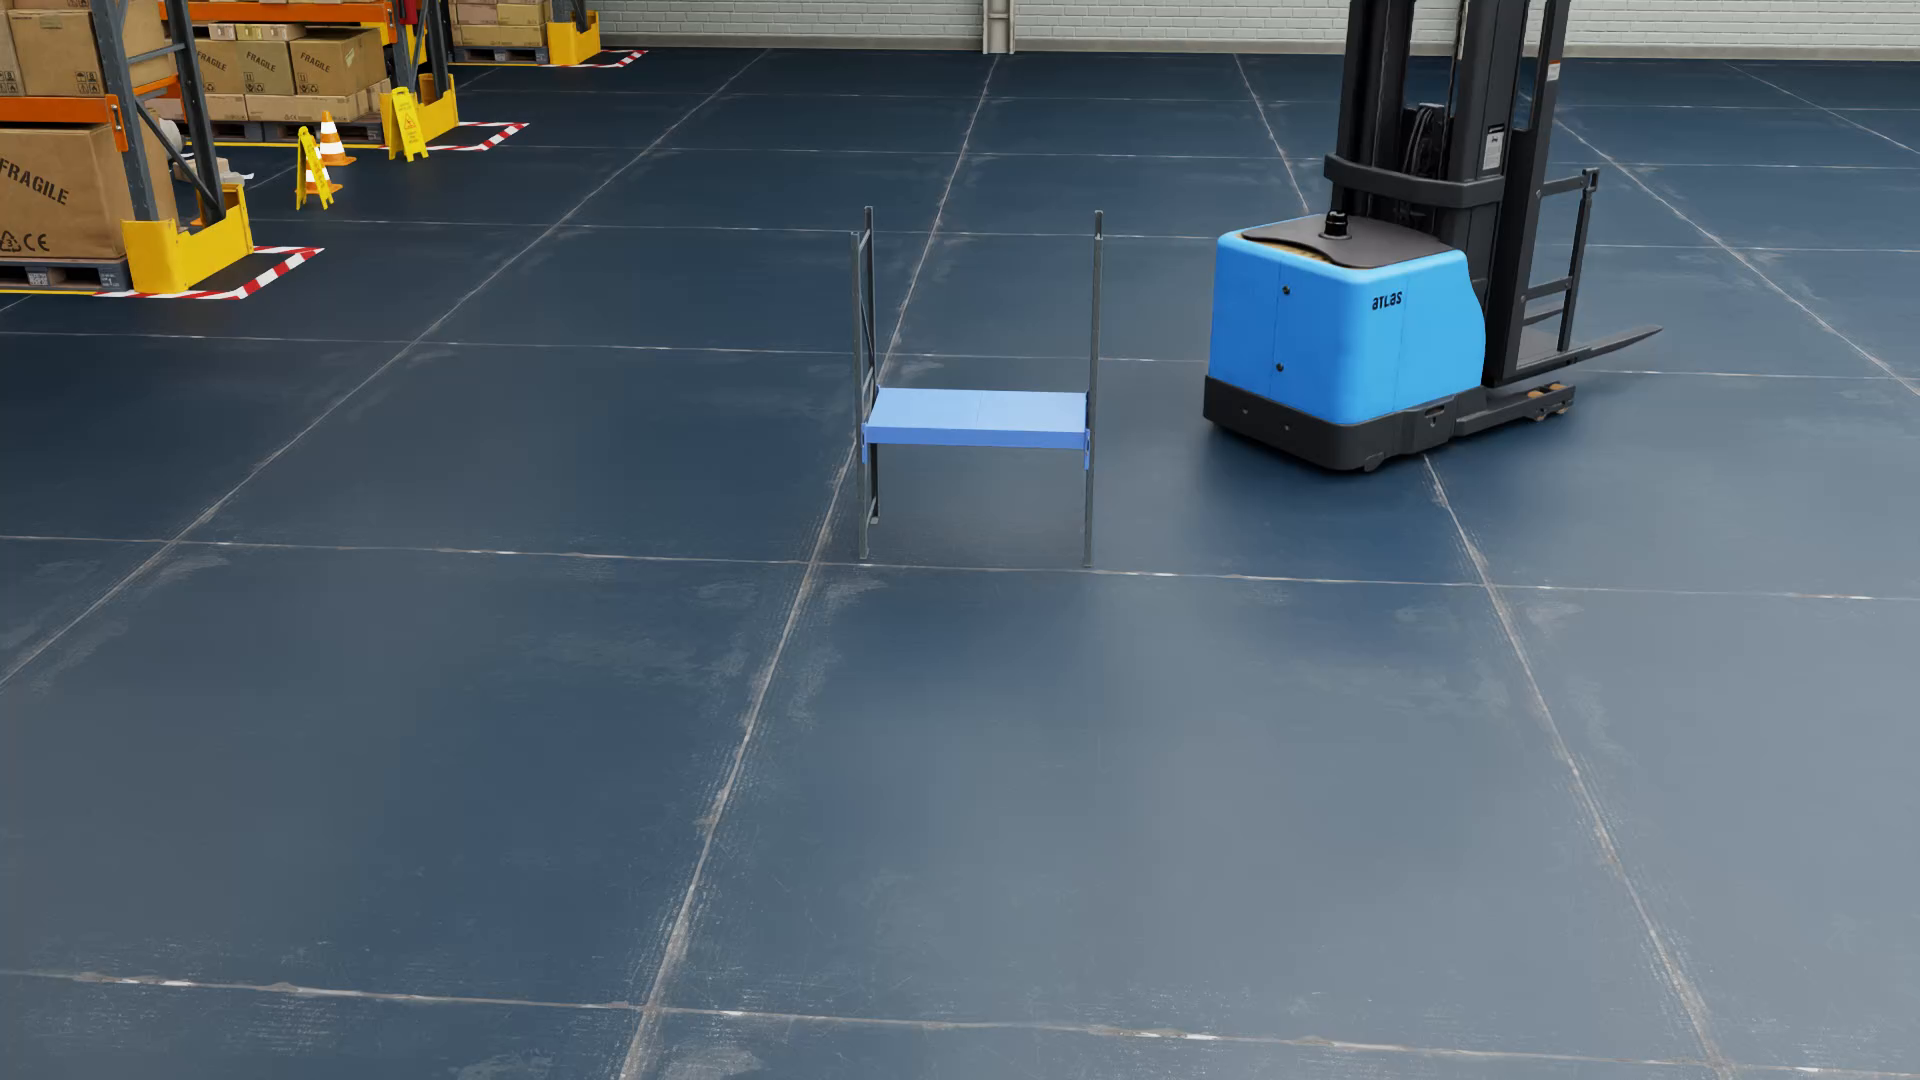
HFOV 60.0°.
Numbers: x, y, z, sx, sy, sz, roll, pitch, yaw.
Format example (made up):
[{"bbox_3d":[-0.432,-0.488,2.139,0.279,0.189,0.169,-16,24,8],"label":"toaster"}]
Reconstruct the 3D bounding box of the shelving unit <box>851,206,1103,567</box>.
[{"bbox_3d":[0.085,-0.679,7.431,1.048,1.500,0.538,2,25,4],"label":"shelving unit"}]

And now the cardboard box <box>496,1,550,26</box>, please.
[{"bbox_3d":[-5.368,-6.490,20.454,0.500,0.250,0.500,2,25,3],"label":"cardboard box"}]

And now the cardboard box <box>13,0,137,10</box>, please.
[{"bbox_3d":[-5.880,-3.887,11.138,0.550,0.550,0.875,2,25,4],"label":"cardboard box"}]

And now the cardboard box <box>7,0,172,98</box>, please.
[{"bbox_3d":[-5.887,-3.362,11.288,0.550,0.550,0.875,2,25,4],"label":"cardboard box"}]

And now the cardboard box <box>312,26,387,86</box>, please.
[{"bbox_3d":[-6.042,-4.791,16.463,0.500,0.500,0.500,1,25,2],"label":"cardboard box"}]

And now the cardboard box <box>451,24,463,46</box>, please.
[{"bbox_3d":[-6.345,-6.300,20.641,0.500,0.250,0.500,2,25,5],"label":"cardboard box"}]

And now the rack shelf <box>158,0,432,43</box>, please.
[{"bbox_3d":[-7.229,-5.104,16.114,4.000,0.370,1.077,2,25,4],"label":"rack shelf"}]

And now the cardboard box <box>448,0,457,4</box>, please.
[{"bbox_3d":[-6.355,-6.742,20.405,0.500,0.250,0.500,2,25,5],"label":"cardboard box"}]

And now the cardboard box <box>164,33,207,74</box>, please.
[{"bbox_3d":[-7.604,-4.616,16.084,0.500,0.500,0.500,3,25,7],"label":"cardboard box"}]

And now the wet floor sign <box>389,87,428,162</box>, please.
[{"bbox_3d":[-5.127,-3.845,15.335,0.232,0.644,0.267,11,27,22],"label":"wet floor sign"}]

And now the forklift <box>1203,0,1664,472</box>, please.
[{"bbox_3d":[2.811,-2.147,8.910,3.031,2.935,1.130,-17,30,-32],"label":"forklift"}]

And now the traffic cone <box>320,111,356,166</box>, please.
[{"bbox_3d":[-5.762,-3.690,15.217,0.334,0.463,0.336,2,25,4],"label":"traffic cone"}]

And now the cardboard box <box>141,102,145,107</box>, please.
[{"bbox_3d":[-8.122,-4.293,16.278,0.500,0.250,0.500,3,25,7],"label":"cardboard box"}]

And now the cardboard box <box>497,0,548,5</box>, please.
[{"bbox_3d":[-5.342,-6.716,20.349,0.500,0.250,0.500,3,25,6],"label":"cardboard box"}]

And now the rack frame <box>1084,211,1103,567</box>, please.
[{"bbox_3d":[0.592,-0.662,7.395,0.032,1.500,0.500,2,25,4],"label":"rack frame"}]

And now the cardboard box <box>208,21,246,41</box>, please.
[{"bbox_3d":[-6.938,-4.863,15.844,0.250,0.149,0.380,3,25,6],"label":"cardboard box"}]

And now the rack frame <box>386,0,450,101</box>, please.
[{"bbox_3d":[-5.235,-5.367,15.825,0.127,3.000,1.000,2,25,4],"label":"rack frame"}]

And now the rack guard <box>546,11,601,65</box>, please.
[{"bbox_3d":[-4.835,-6.299,20.842,0.348,0.500,1.175,2,25,4],"label":"rack guard"}]

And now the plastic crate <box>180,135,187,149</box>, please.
[{"bbox_3d":[-7.721,-3.776,15.862,0.583,0.080,0.402,-7,26,-14],"label":"plastic crate"}]

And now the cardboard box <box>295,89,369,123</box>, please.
[{"bbox_3d":[-6.085,-4.223,16.126,0.500,0.250,0.500,2,25,4],"label":"cardboard box"}]

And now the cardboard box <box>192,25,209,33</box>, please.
[{"bbox_3d":[-7.597,-4.839,16.567,0.500,0.500,0.500,3,25,7],"label":"cardboard box"}]

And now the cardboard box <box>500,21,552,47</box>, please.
[{"bbox_3d":[-5.351,-6.261,20.555,0.500,0.250,0.500,2,25,4],"label":"cardboard box"}]

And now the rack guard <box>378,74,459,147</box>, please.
[{"bbox_3d":[-5.311,-4.234,16.353,0.348,0.500,1.175,2,25,4],"label":"rack guard"}]

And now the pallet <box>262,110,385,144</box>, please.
[{"bbox_3d":[-6.118,-4.143,16.502,1.213,0.211,1.003,2,25,4],"label":"pallet"}]

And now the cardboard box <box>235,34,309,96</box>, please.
[{"bbox_3d":[-6.574,-4.581,16.008,0.500,0.500,0.500,3,25,6],"label":"cardboard box"}]

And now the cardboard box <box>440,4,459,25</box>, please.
[{"bbox_3d":[-6.383,-6.518,20.516,0.500,0.250,0.500,1,25,3],"label":"cardboard box"}]

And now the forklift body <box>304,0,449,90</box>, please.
[{"bbox_3d":[-6.889,-6.350,18.978,1.214,2.155,2.313,2,25,4],"label":"forklift body"}]

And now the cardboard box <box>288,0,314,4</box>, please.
[{"bbox_3d":[-6.139,-5.155,15.664,0.250,0.149,0.380,1,25,3],"label":"cardboard box"}]

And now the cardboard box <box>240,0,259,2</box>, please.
[{"bbox_3d":[-6.643,-5.217,15.800,0.250,0.149,0.380,2,25,5],"label":"cardboard box"}]

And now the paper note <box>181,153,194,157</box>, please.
[{"bbox_3d":[-7.227,-3.606,15.551,0.148,0.019,0.142,-7,26,-14],"label":"paper note"}]

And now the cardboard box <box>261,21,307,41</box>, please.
[{"bbox_3d":[-6.425,-4.845,15.804,0.250,0.149,0.380,3,25,6],"label":"cardboard box"}]

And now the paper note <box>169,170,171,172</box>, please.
[{"bbox_3d":[-7.165,-3.303,14.906,0.142,0.019,0.148,11,27,22],"label":"paper note"}]

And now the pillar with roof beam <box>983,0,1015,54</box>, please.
[{"bbox_3d":[0.169,-8.573,15.615,0.400,9.000,9.100,2,25,4],"label":"pillar with roof beam"}]

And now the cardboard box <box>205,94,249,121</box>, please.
[{"bbox_3d":[-7.100,-4.257,16.199,0.500,0.250,0.500,1,25,2],"label":"cardboard box"}]

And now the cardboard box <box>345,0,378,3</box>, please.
[{"bbox_3d":[-5.624,-5.176,15.710,0.250,0.149,0.380,3,25,6],"label":"cardboard box"}]

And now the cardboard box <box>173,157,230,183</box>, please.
[{"bbox_3d":[-6.696,-3.272,14.682,0.250,0.149,0.380,16,29,31],"label":"cardboard box"}]

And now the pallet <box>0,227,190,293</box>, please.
[{"bbox_3d":[-6.316,-2.027,11.902,1.213,0.211,1.003,2,25,4],"label":"pallet"}]

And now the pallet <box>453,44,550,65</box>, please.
[{"bbox_3d":[-5.624,-6.176,20.919,1.213,0.211,1.003,2,25,4],"label":"pallet"}]
